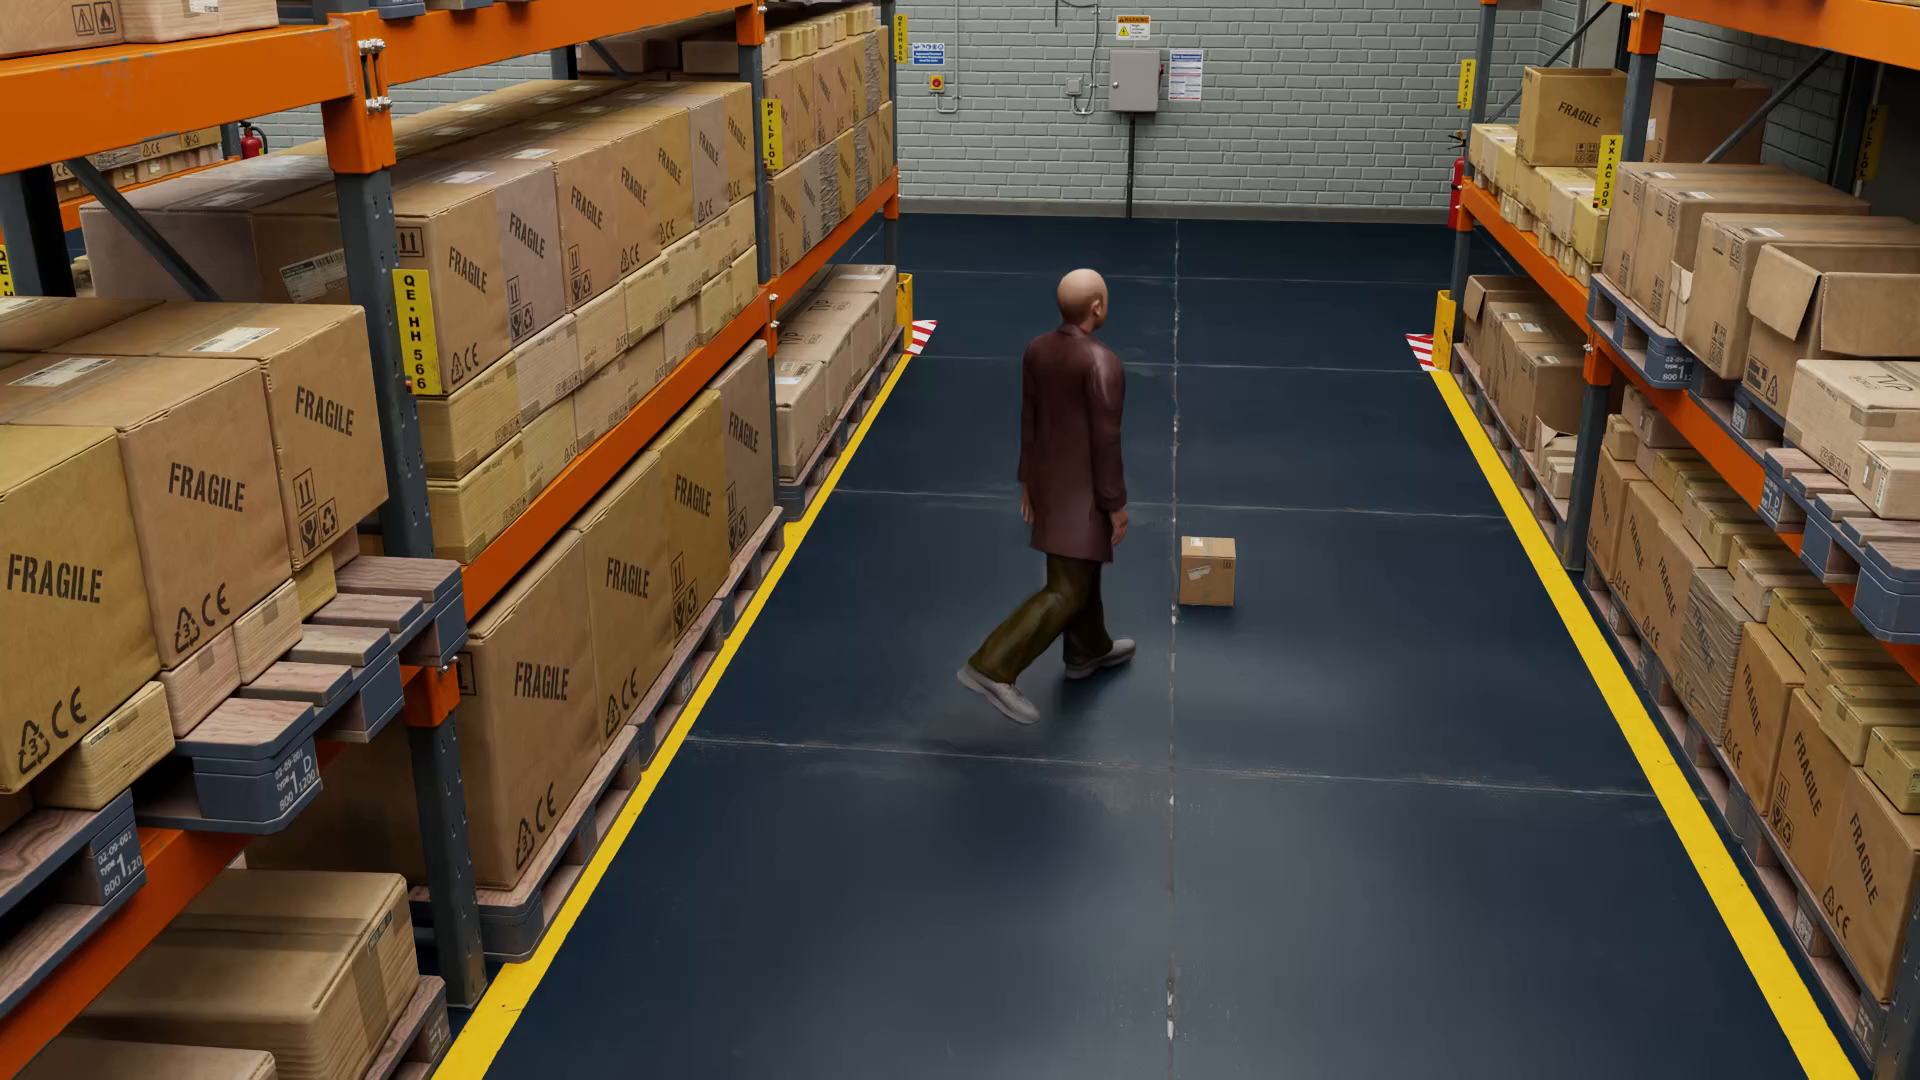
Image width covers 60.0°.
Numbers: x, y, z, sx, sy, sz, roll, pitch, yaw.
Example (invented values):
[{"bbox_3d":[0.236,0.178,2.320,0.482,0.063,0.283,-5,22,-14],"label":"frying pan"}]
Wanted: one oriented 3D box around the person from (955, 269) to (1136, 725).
[{"bbox_3d":[0.392,-0.183,6.574,0.976,1.758,0.598,-10,23,-24],"label":"person"}]
